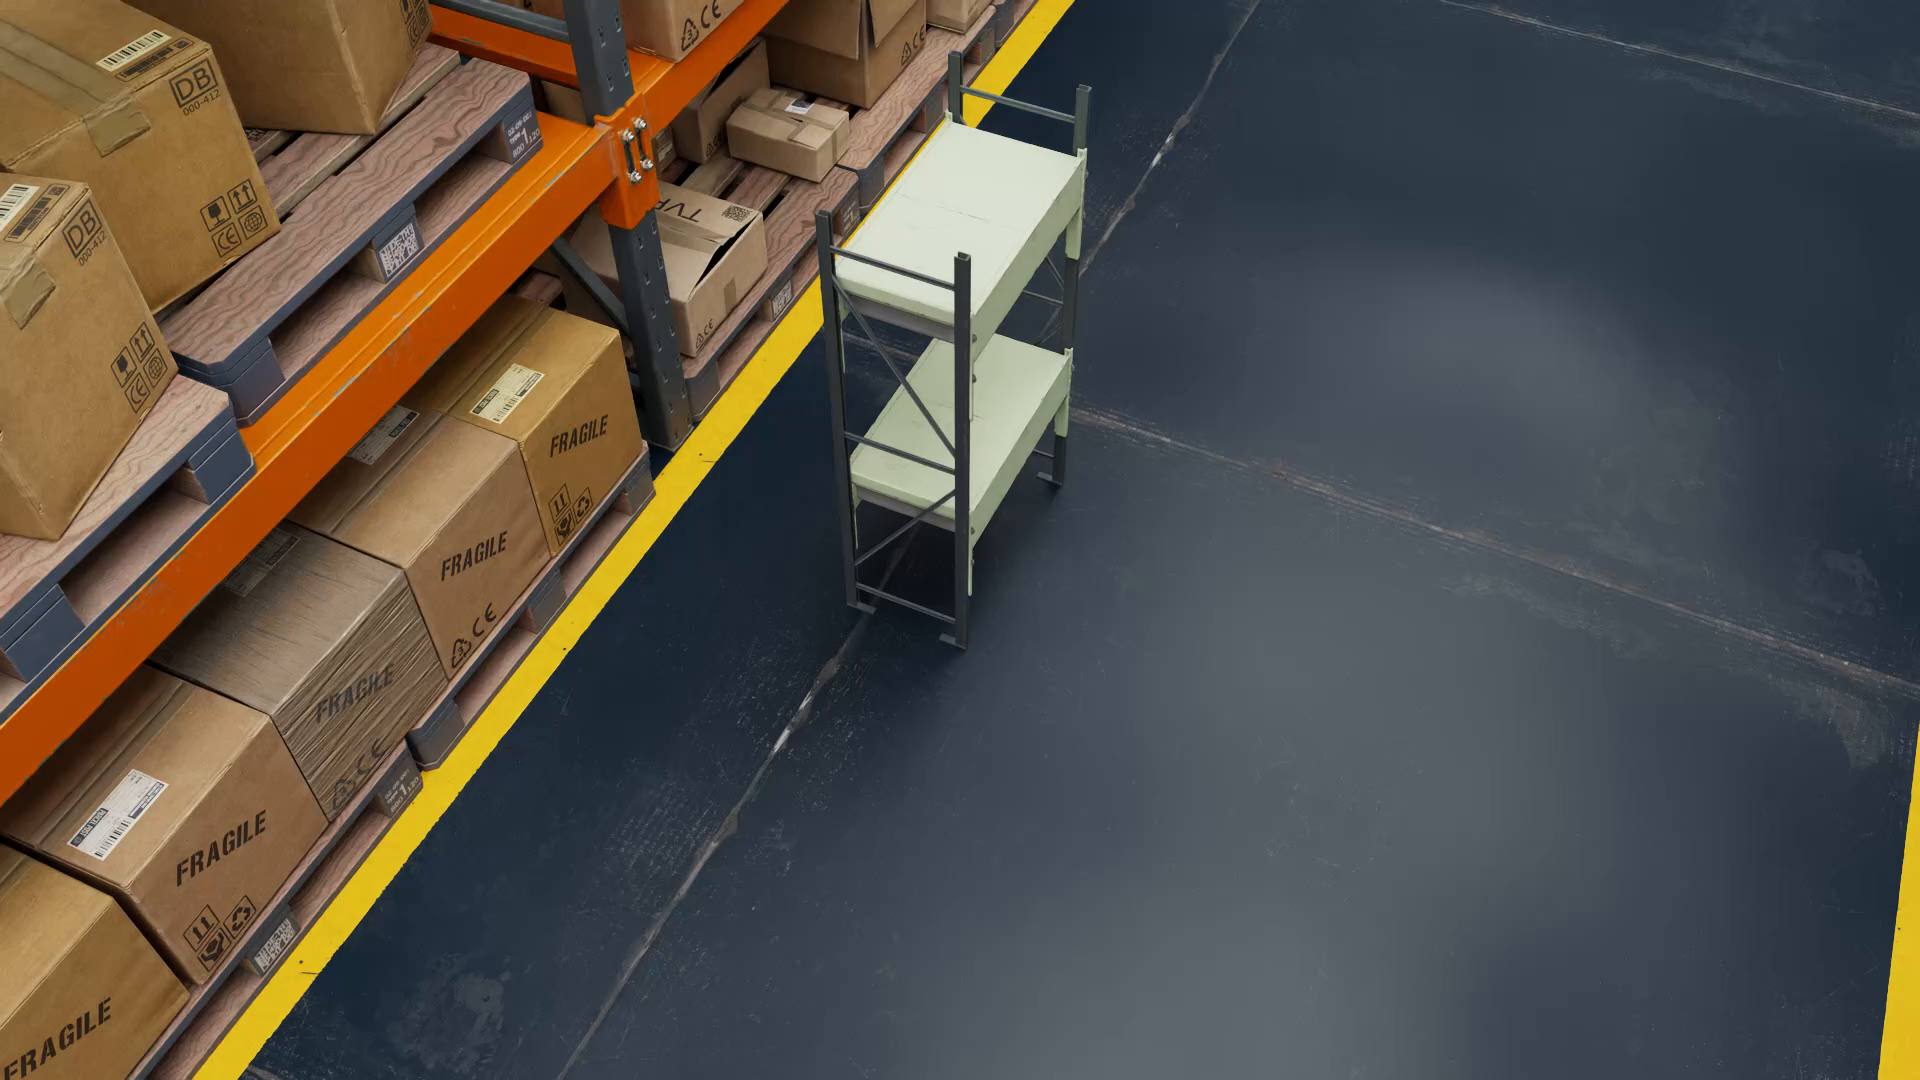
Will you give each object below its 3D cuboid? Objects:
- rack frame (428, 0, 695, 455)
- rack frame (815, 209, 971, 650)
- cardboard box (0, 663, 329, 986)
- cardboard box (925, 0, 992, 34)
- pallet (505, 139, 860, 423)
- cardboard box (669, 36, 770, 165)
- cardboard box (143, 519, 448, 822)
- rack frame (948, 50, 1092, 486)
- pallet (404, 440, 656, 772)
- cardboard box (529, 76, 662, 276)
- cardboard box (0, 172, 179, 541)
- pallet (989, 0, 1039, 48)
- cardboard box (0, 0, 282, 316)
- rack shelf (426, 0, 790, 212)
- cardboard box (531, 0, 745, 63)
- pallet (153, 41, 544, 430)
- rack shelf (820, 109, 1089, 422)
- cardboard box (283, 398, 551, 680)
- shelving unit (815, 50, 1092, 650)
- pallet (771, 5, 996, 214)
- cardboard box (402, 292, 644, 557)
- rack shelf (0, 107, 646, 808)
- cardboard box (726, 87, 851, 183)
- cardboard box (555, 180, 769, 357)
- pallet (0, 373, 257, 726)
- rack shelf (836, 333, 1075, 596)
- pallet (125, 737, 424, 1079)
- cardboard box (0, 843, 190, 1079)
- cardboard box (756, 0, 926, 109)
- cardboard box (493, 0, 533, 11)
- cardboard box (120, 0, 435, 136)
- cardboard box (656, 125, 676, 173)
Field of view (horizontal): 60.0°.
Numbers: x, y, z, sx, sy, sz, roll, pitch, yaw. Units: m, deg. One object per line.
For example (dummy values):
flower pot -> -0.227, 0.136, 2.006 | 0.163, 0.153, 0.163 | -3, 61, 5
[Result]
rack frame -> -1.367, -1.459, 4.522 | 1.000, 3.000, 0.127 | 20, 52, 16
rack frame -> -0.159, -0.229, 4.460 | 0.400, 1.500, 0.023 | 20, 52, 16
cardboard box -> -1.967, 0.675, 4.058 | 0.500, 0.500, 0.500 | 18, 52, 15
cardboard box -> -0.100, -2.366, 6.810 | 0.500, 0.250, 0.500 | 20, 52, 16
pallet -> -1.072, -1.028, 5.986 | 1.003, 0.211, 1.213 | 20, 52, 16
cardboard box -> -1.059, -1.731, 6.230 | 0.500, 0.311, 0.500 | 20, 52, 16
cardboard box -> -1.752, 0.324, 4.357 | 0.500, 0.500, 0.500 | 20, 53, 17
rack frame -> 0.154, -0.733, 4.889 | 0.400, 1.500, 0.023 | 20, 52, 16
pallet -> -1.680, 0.017, 5.097 | 1.003, 0.211, 1.213 | 20, 52, 16
cardboard box -> -1.380, -1.276, 5.719 | 0.500, 0.500, 0.500 | 20, 52, 16
cardboard box -> -2.066, -0.391, 3.272 | 0.700, 0.500, 0.500 | 8, 50, 7
pallet -> -0.030, -2.708, 7.416 | 1.003, 0.211, 1.213 | 20, 52, 16
cardboard box -> -2.008, -0.880, 3.688 | 0.700, 0.500, 0.500 | 28, 55, 22
rack shelf -> -0.512, -2.603, 5.968 | 1.077, 0.370, 4.000 | 20, 52, 16
cardboard box -> -0.902, -1.754, 4.707 | 0.500, 0.500, 0.500 | 21, 53, 17
pallet -> -1.807, -0.882, 4.157 | 1.003, 0.211, 1.213 | 20, 52, 16
rack shelf -> -0.003, -0.734, 4.378 | 0.431, 0.370, 0.720 | 20, 52, 16
cardboard box -> -1.537, -0.021, 4.651 | 0.500, 0.500, 0.500 | 20, 52, 16
shelving unit -> -0.003, -0.481, 4.675 | 0.431, 1.500, 0.755 | 20, 52, 16
pallet -> -0.552, -1.871, 6.704 | 1.003, 0.211, 1.213 | 20, 52, 16
cardboard box -> -1.318, -0.359, 4.938 | 0.500, 0.500, 0.500 | 20, 52, 16
rack shelf -> -2.221, 0.151, 3.624 | 1.077, 0.370, 4.000 | 20, 52, 16
cardboard box -> -0.631, -1.501, 6.129 | 0.380, 0.166, 0.250 | 20, 52, 16
cardboard box -> -0.992, -0.949, 5.565 | 0.500, 0.311, 0.500 | 20, 52, 16
pallet -> -2.249, 0.017, 3.392 | 1.003, 0.211, 1.213 | 20, 52, 16
rack shelf -> -0.003, -0.270, 4.923 | 0.431, 0.370, 0.720 | 20, 52, 16
pallet -> -2.200, 0.860, 4.380 | 1.003, 0.211, 1.213 | 20, 52, 16
cardboard box -> -2.185, 1.036, 3.751 | 0.500, 0.500, 0.500 | 19, 52, 16
cardboard box -> -0.569, -2.088, 6.408 | 0.797, 0.503, 0.637 | 20, 52, 16
cardboard box -> -1.385, -1.919, 4.848 | 0.500, 0.500, 0.500 | 21, 53, 17
cardboard box -> -1.771, -1.374, 4.108 | 0.700, 0.500, 0.500 | 4, 50, 4
cardboard box -> -1.274, -1.440, 6.089 | 0.380, 0.149, 0.250 | 20, 52, 16
